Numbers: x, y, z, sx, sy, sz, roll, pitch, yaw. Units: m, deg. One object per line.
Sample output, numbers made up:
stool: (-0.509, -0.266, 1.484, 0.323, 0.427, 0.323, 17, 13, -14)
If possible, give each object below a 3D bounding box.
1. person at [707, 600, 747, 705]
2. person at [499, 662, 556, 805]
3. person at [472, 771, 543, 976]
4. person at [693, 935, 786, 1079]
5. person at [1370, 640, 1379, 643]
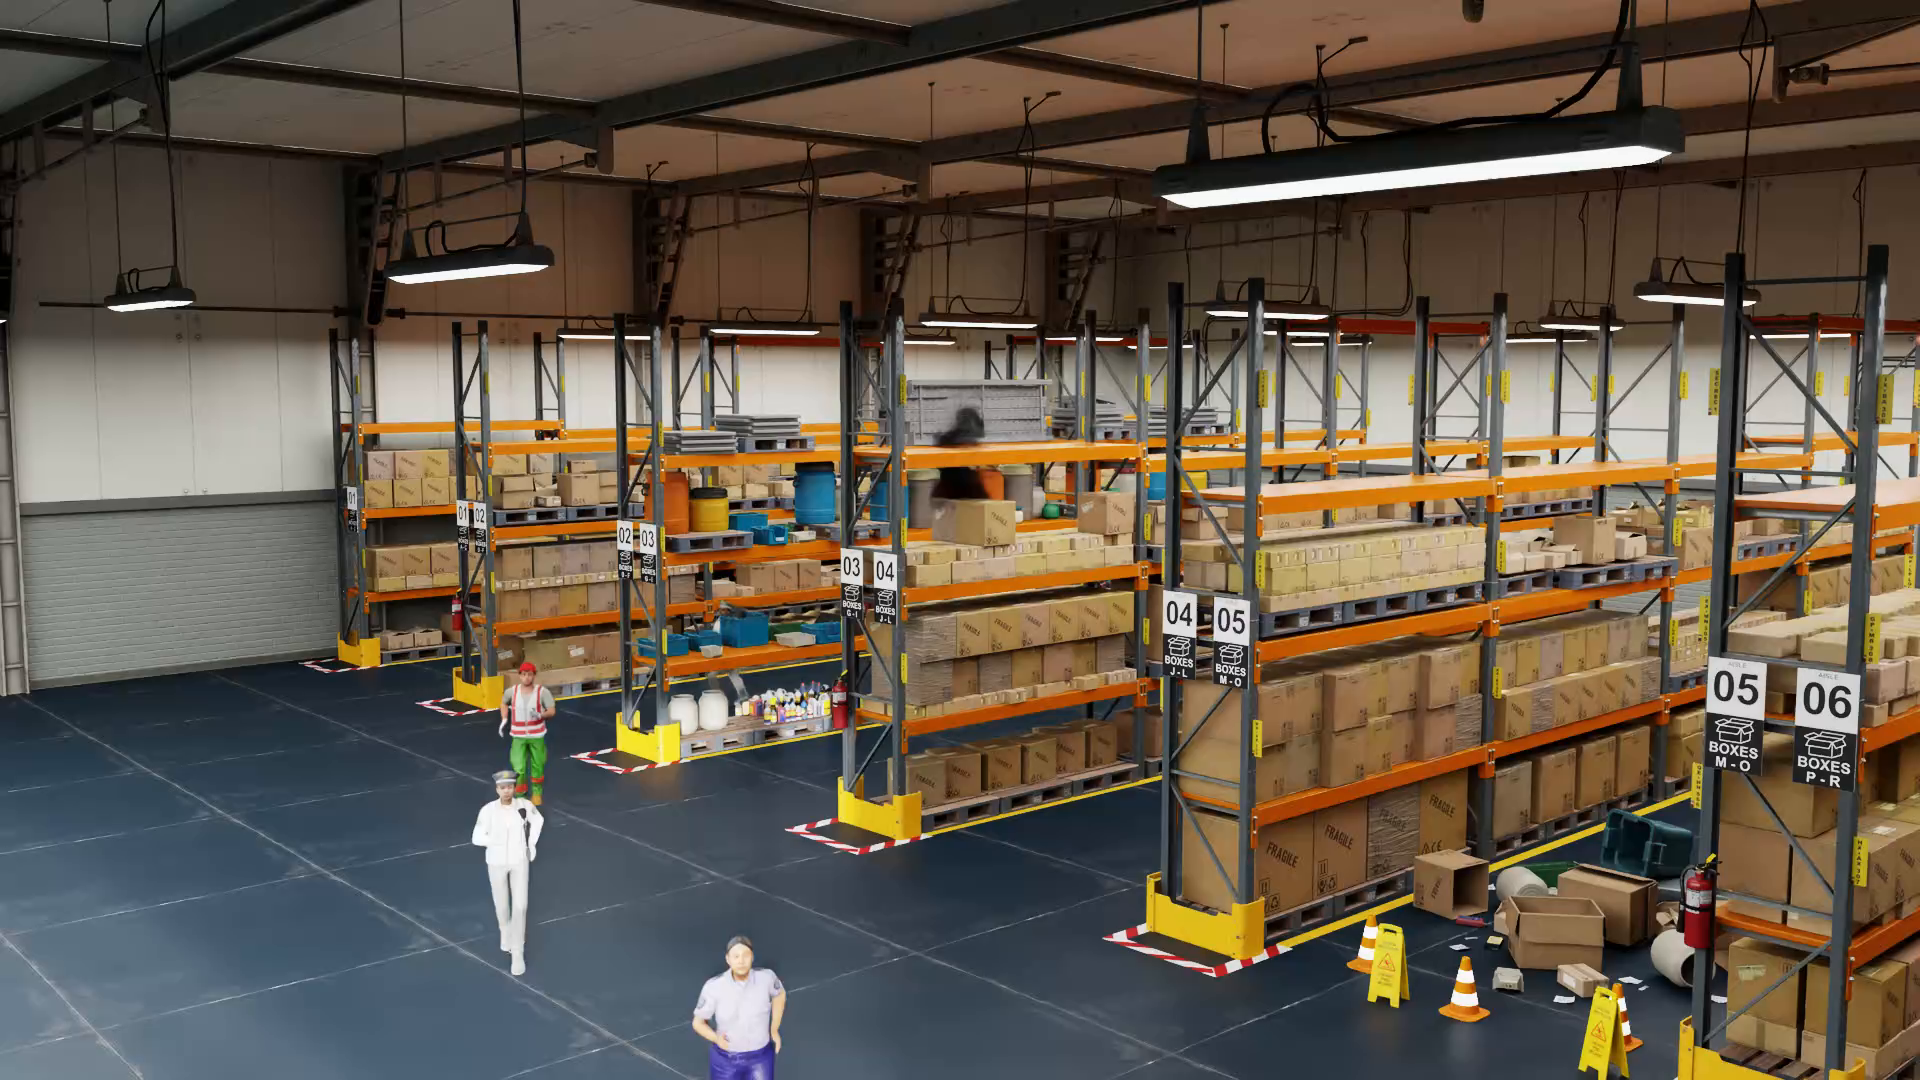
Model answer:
person: (-3.619, 1.790, 25.672, 0.547, 1.751, 0.761, 4, 7, 33)
person: (-5.066, 2.333, 19.503, 0.654, 1.832, 0.855, -1, 6, -13)
person: (-3.966, 2.867, 14.620, 0.600, 1.725, 0.784, -1, 6, -13)
person: (-1.379, 3.305, 10.515, 0.609, 1.648, 0.921, -1, 6, -13)
person: (5.586, 2.150, 22.249, 0.632, 1.759, 0.722, 6, 8, 44)
